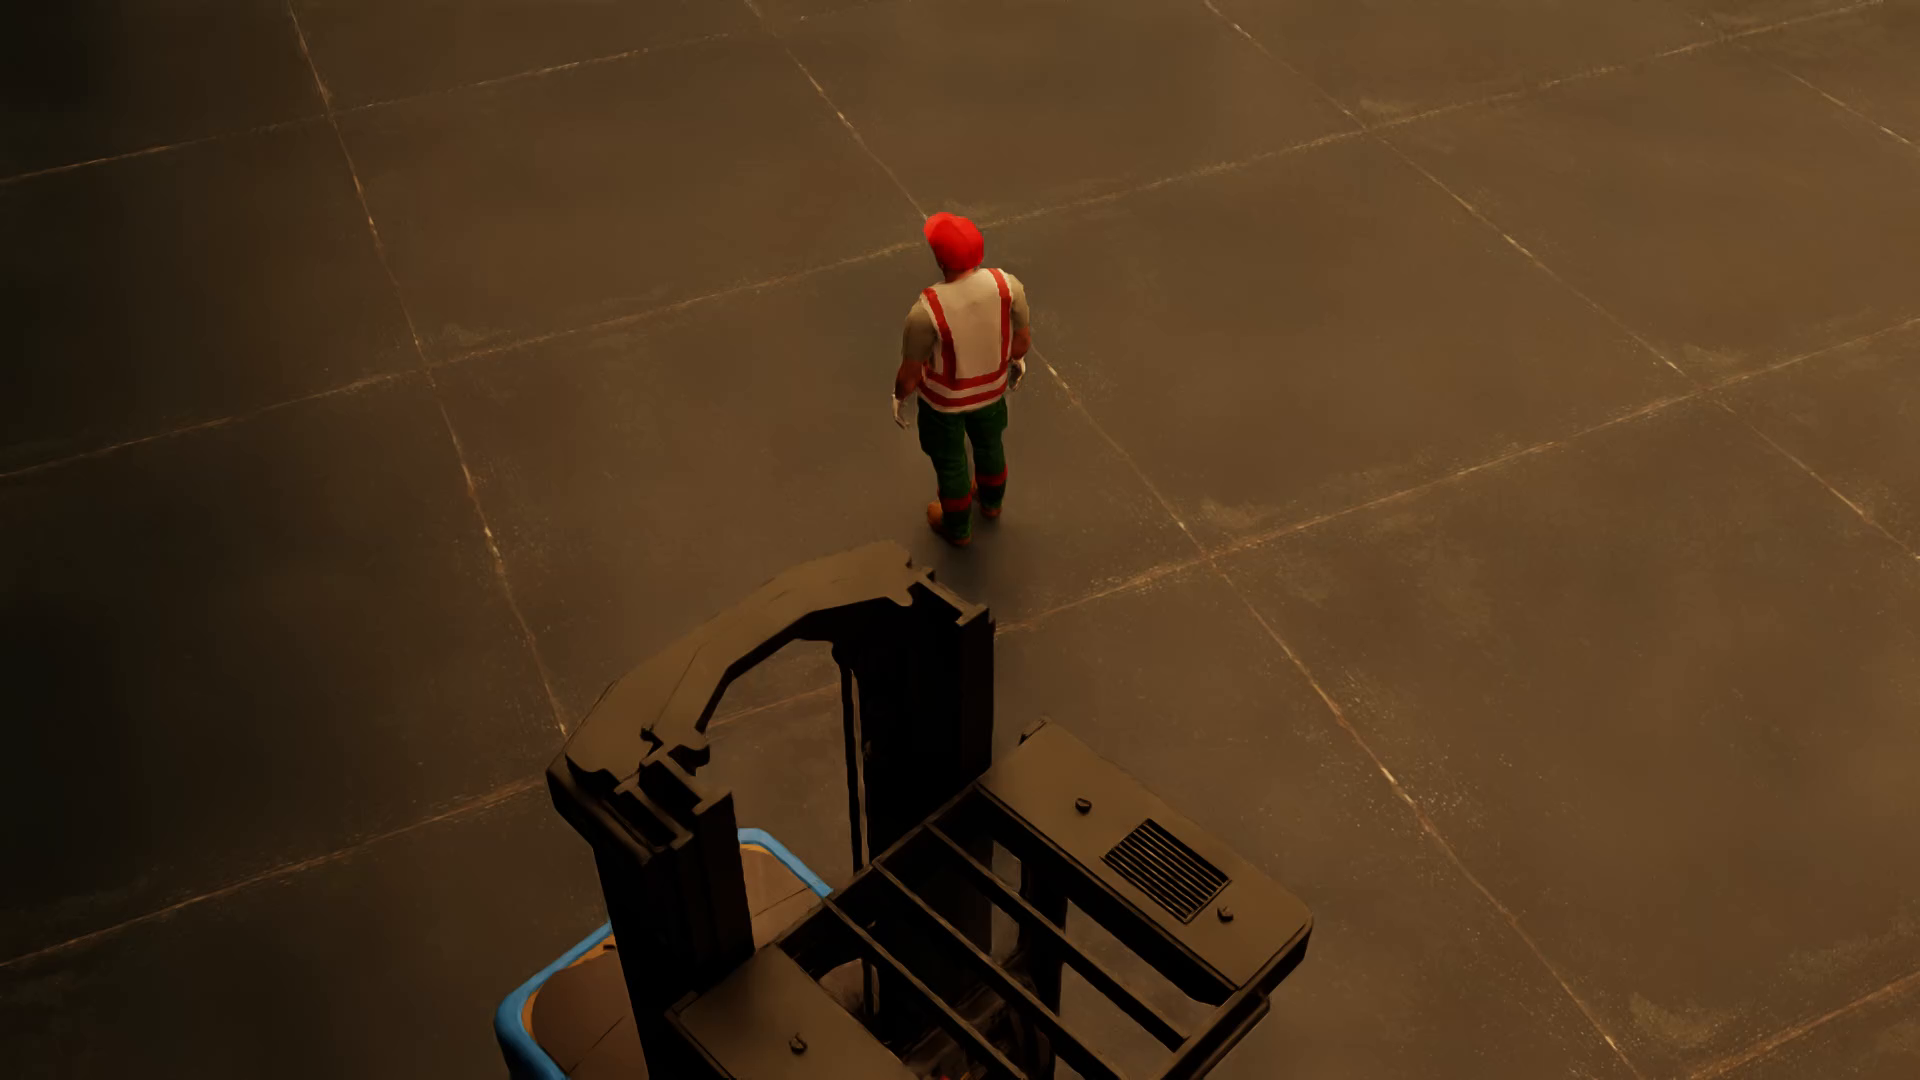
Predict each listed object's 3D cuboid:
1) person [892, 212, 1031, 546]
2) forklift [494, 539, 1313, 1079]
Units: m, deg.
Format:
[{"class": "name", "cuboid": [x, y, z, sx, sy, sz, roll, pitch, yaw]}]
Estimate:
[{"class": "person", "cuboid": [-0.024, -0.712, 7.270, 0.637, 1.787, 0.563, -18, 46, -18]}, {"class": "forklift", "cuboid": [0.026, 1.549, 4.020, 1.130, 2.935, 3.031, -34, 53, -31]}]
